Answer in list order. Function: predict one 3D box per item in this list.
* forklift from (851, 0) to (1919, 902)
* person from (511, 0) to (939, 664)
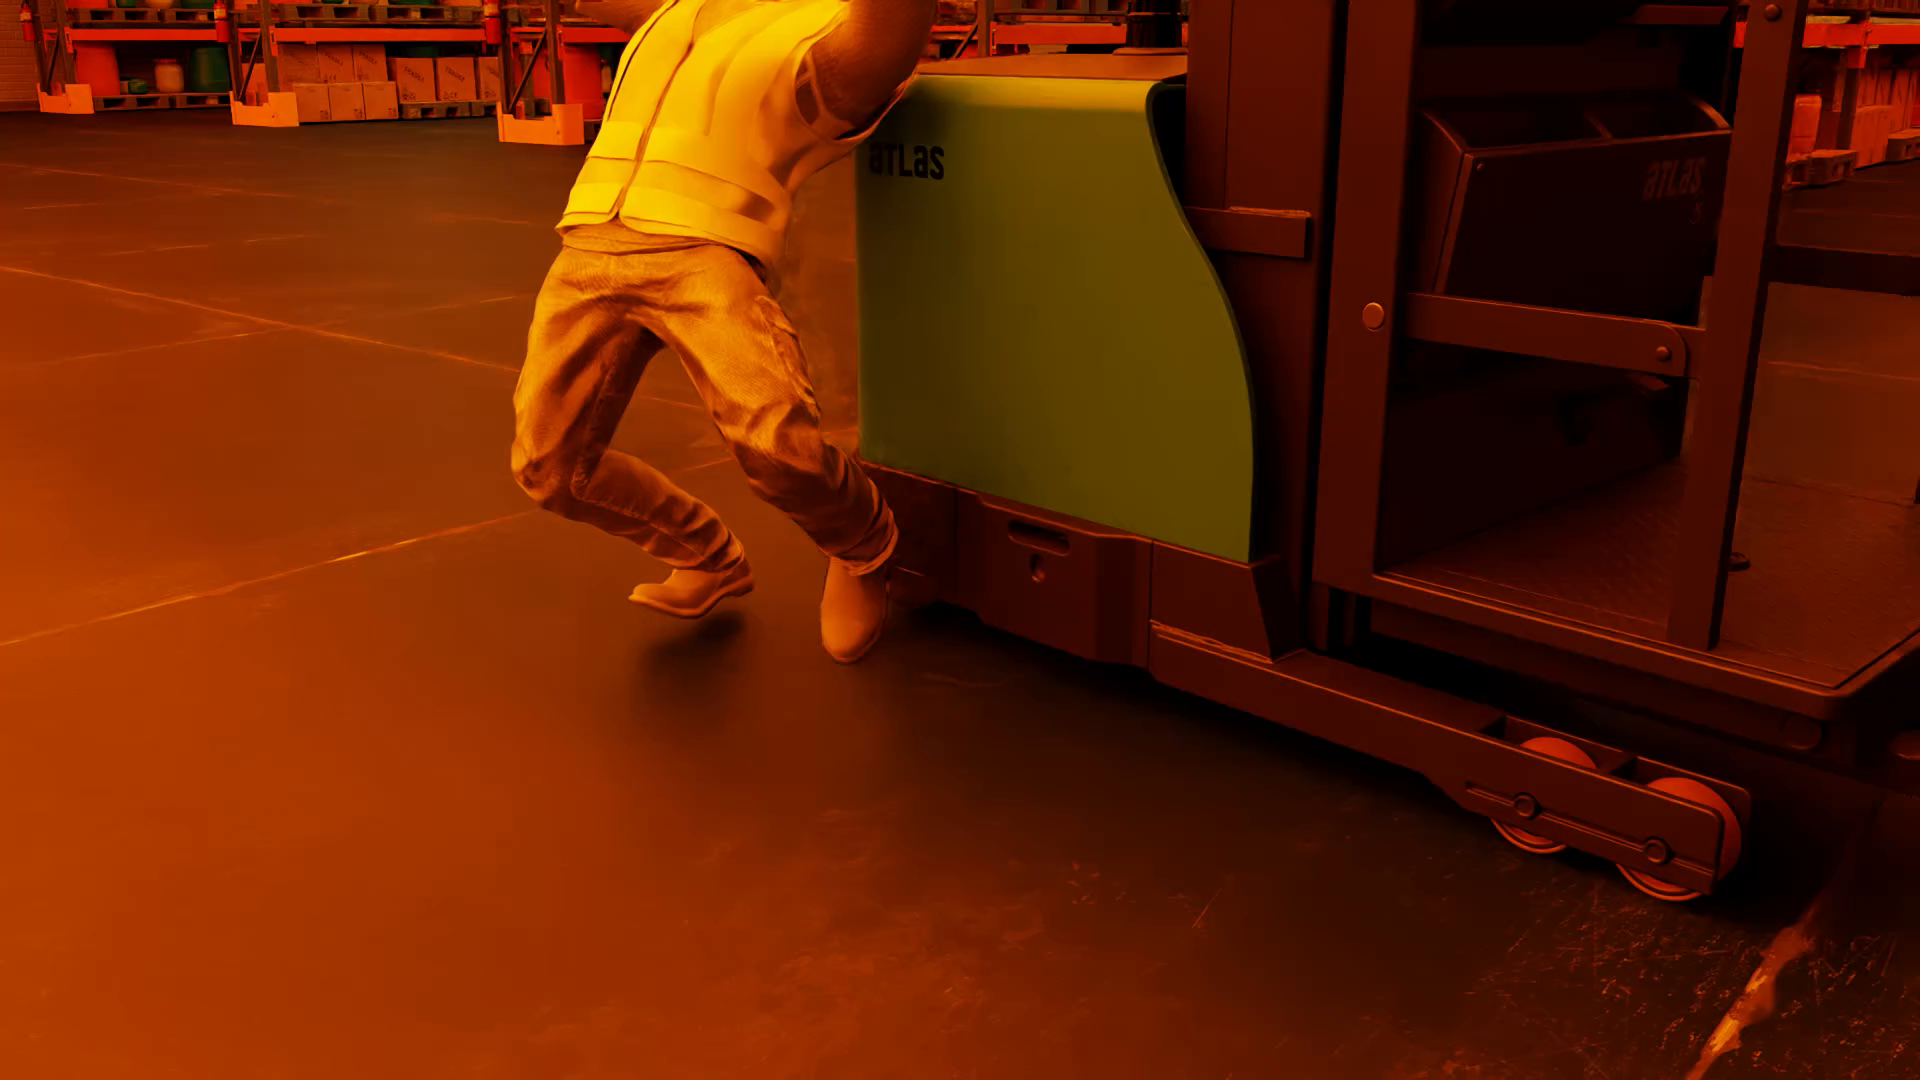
[{"bbox_3d":[1.157,-1.072,2.429,1.130,2.935,3.031,-16,23,-42],"label":"forklift"},{"bbox_3d":[-0.465,-0.619,3.083,1.032,1.667,0.732,9,19,27],"label":"person"}]
